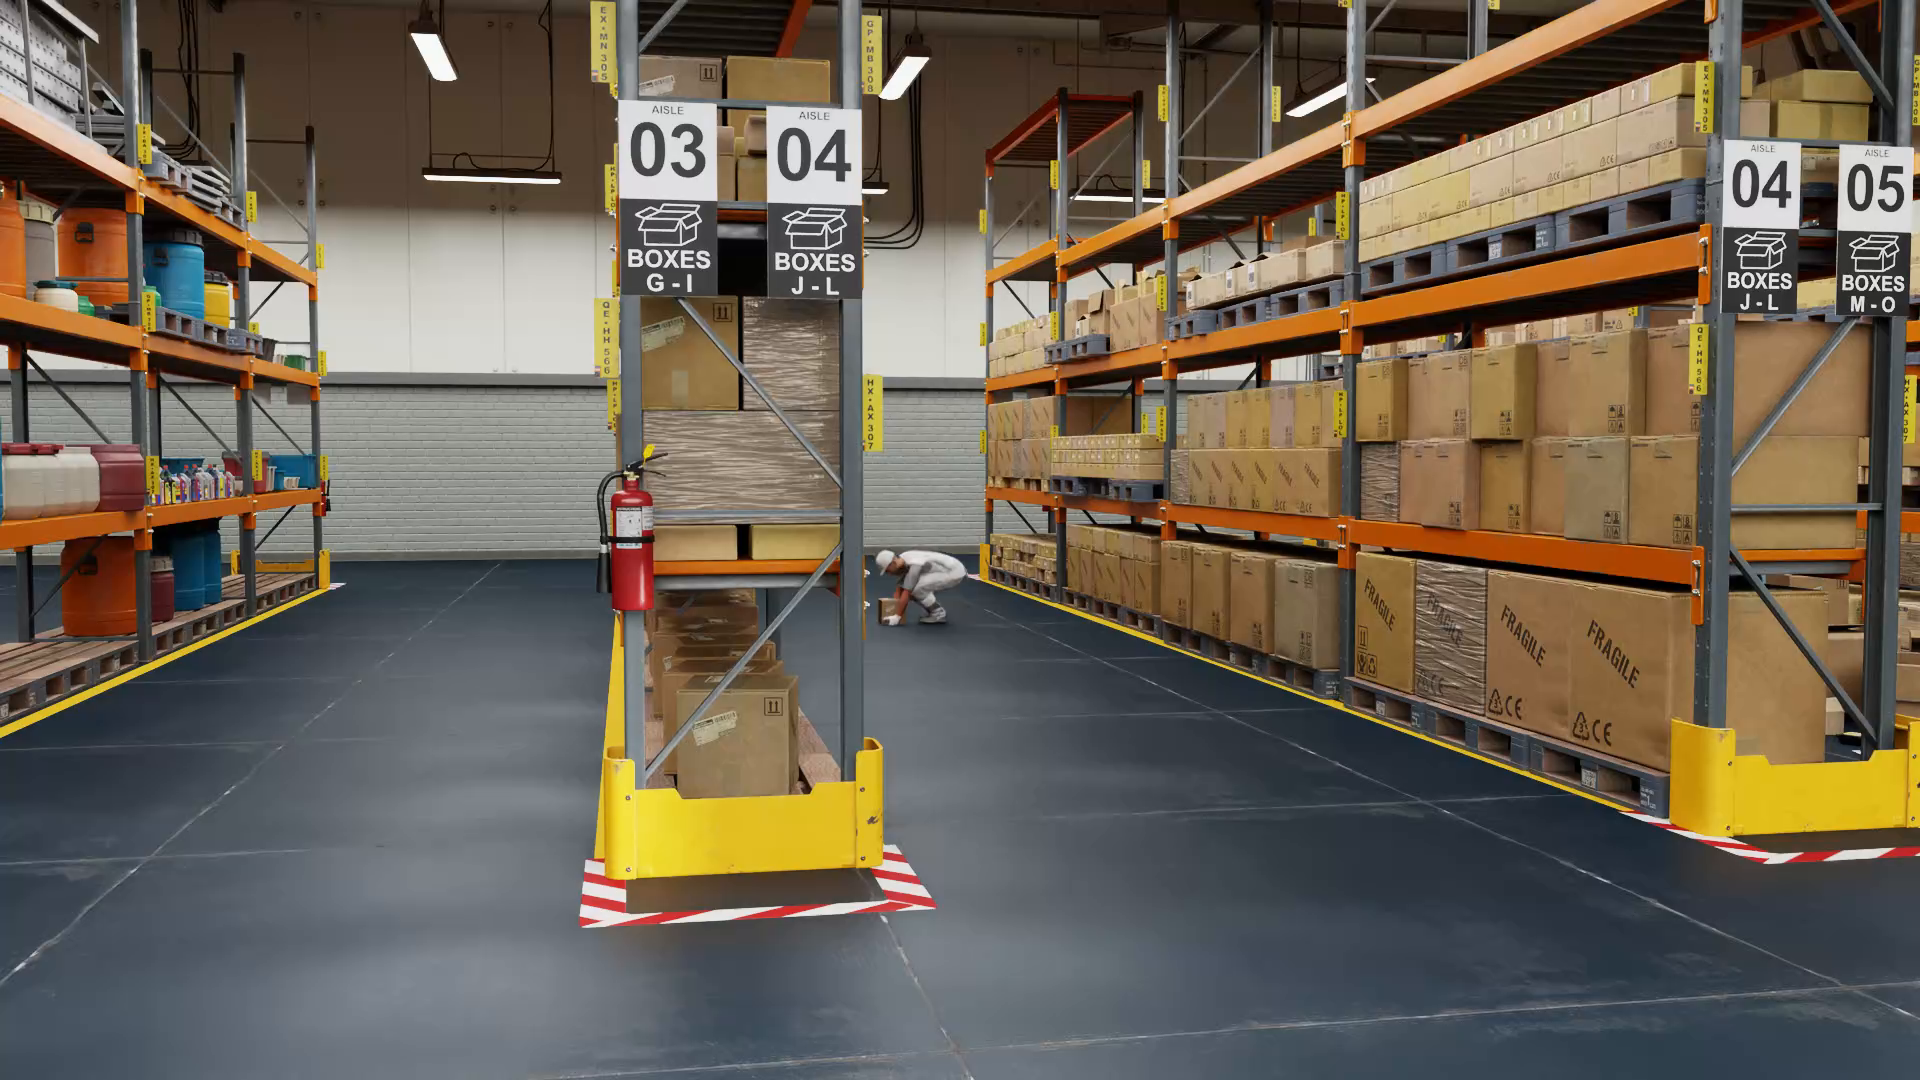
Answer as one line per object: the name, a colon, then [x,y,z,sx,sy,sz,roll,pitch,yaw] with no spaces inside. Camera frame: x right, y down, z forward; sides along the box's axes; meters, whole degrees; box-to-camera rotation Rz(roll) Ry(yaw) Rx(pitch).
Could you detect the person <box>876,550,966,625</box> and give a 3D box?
person: [-0.415,0.499,17.355,0.951,0.796,0.529,-1,3,-13]
